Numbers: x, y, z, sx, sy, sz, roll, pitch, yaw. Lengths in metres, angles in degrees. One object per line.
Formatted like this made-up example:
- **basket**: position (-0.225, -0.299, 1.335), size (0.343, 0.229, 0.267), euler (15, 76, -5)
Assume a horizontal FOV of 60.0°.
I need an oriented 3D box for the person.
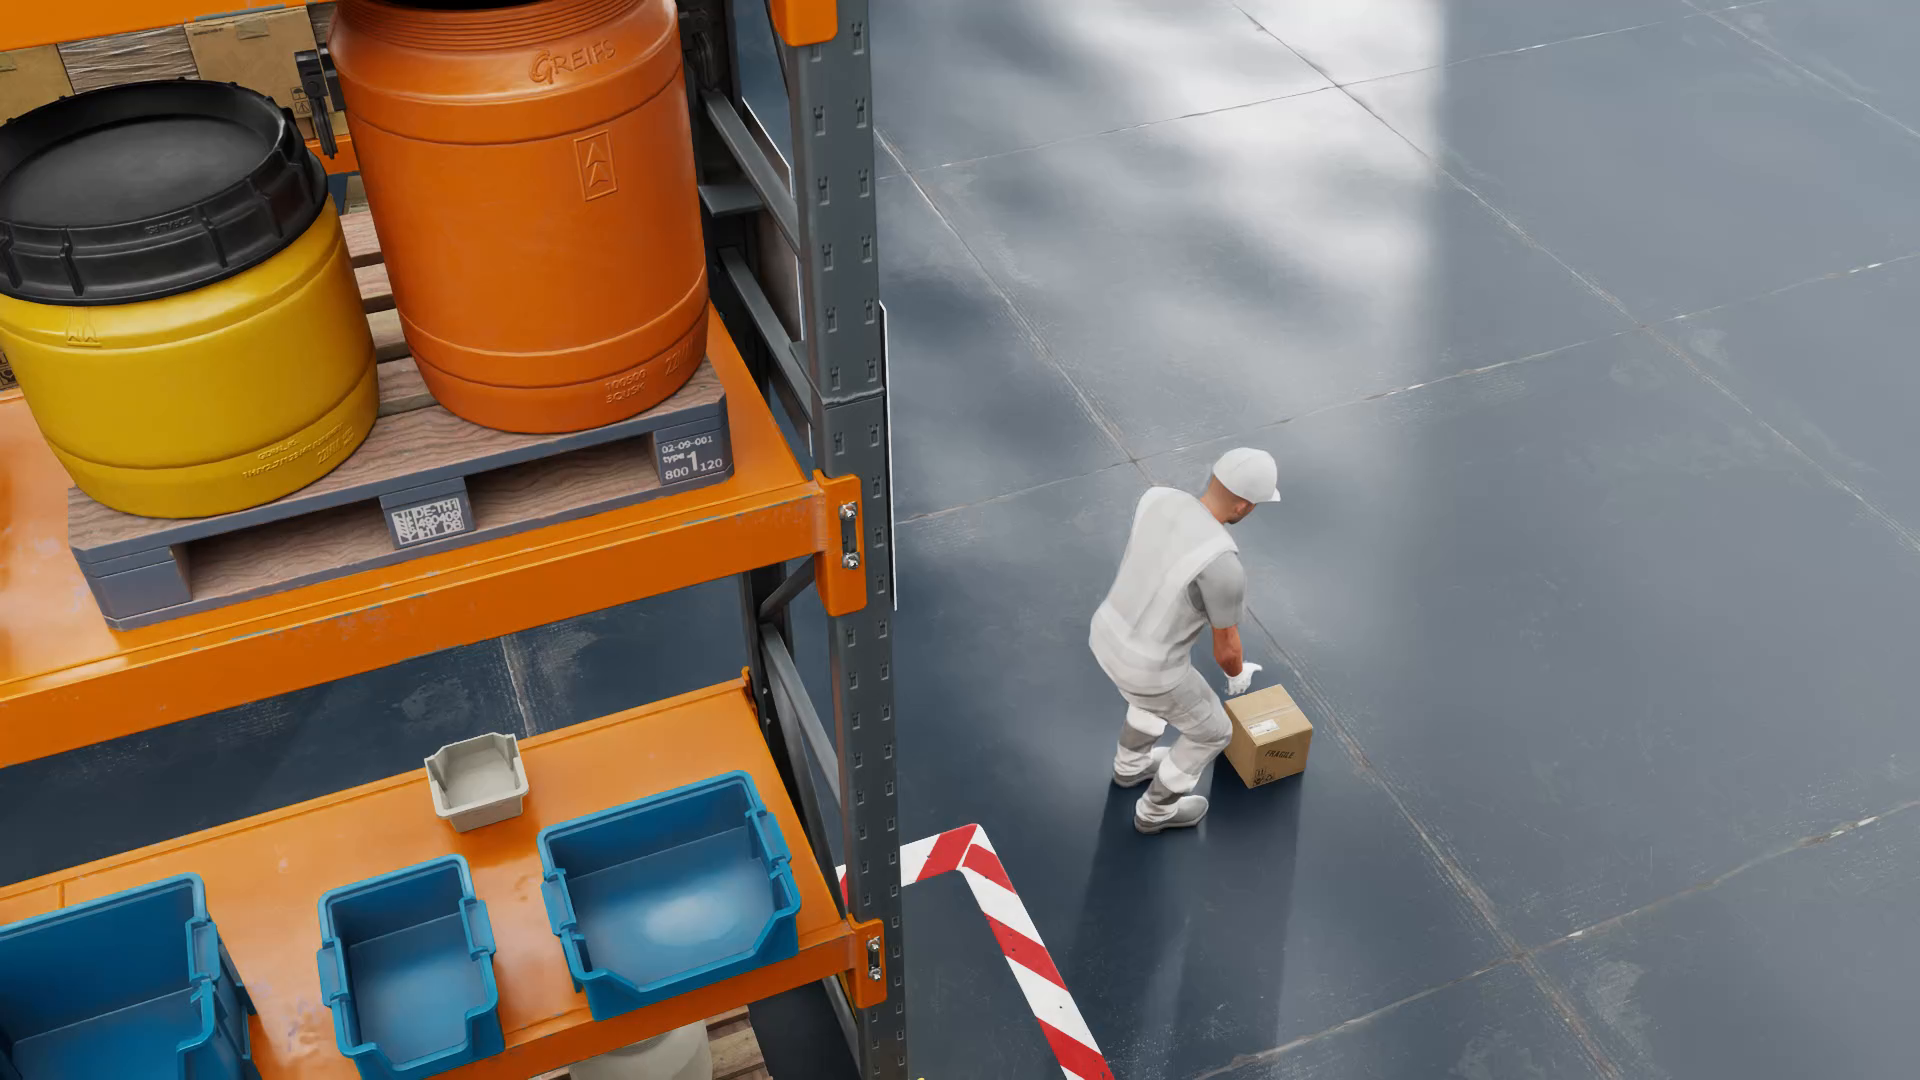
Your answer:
- **person**: position (0.771, 0.352, 5.900), size (0.647, 1.580, 0.575), euler (-15, 43, -16)
